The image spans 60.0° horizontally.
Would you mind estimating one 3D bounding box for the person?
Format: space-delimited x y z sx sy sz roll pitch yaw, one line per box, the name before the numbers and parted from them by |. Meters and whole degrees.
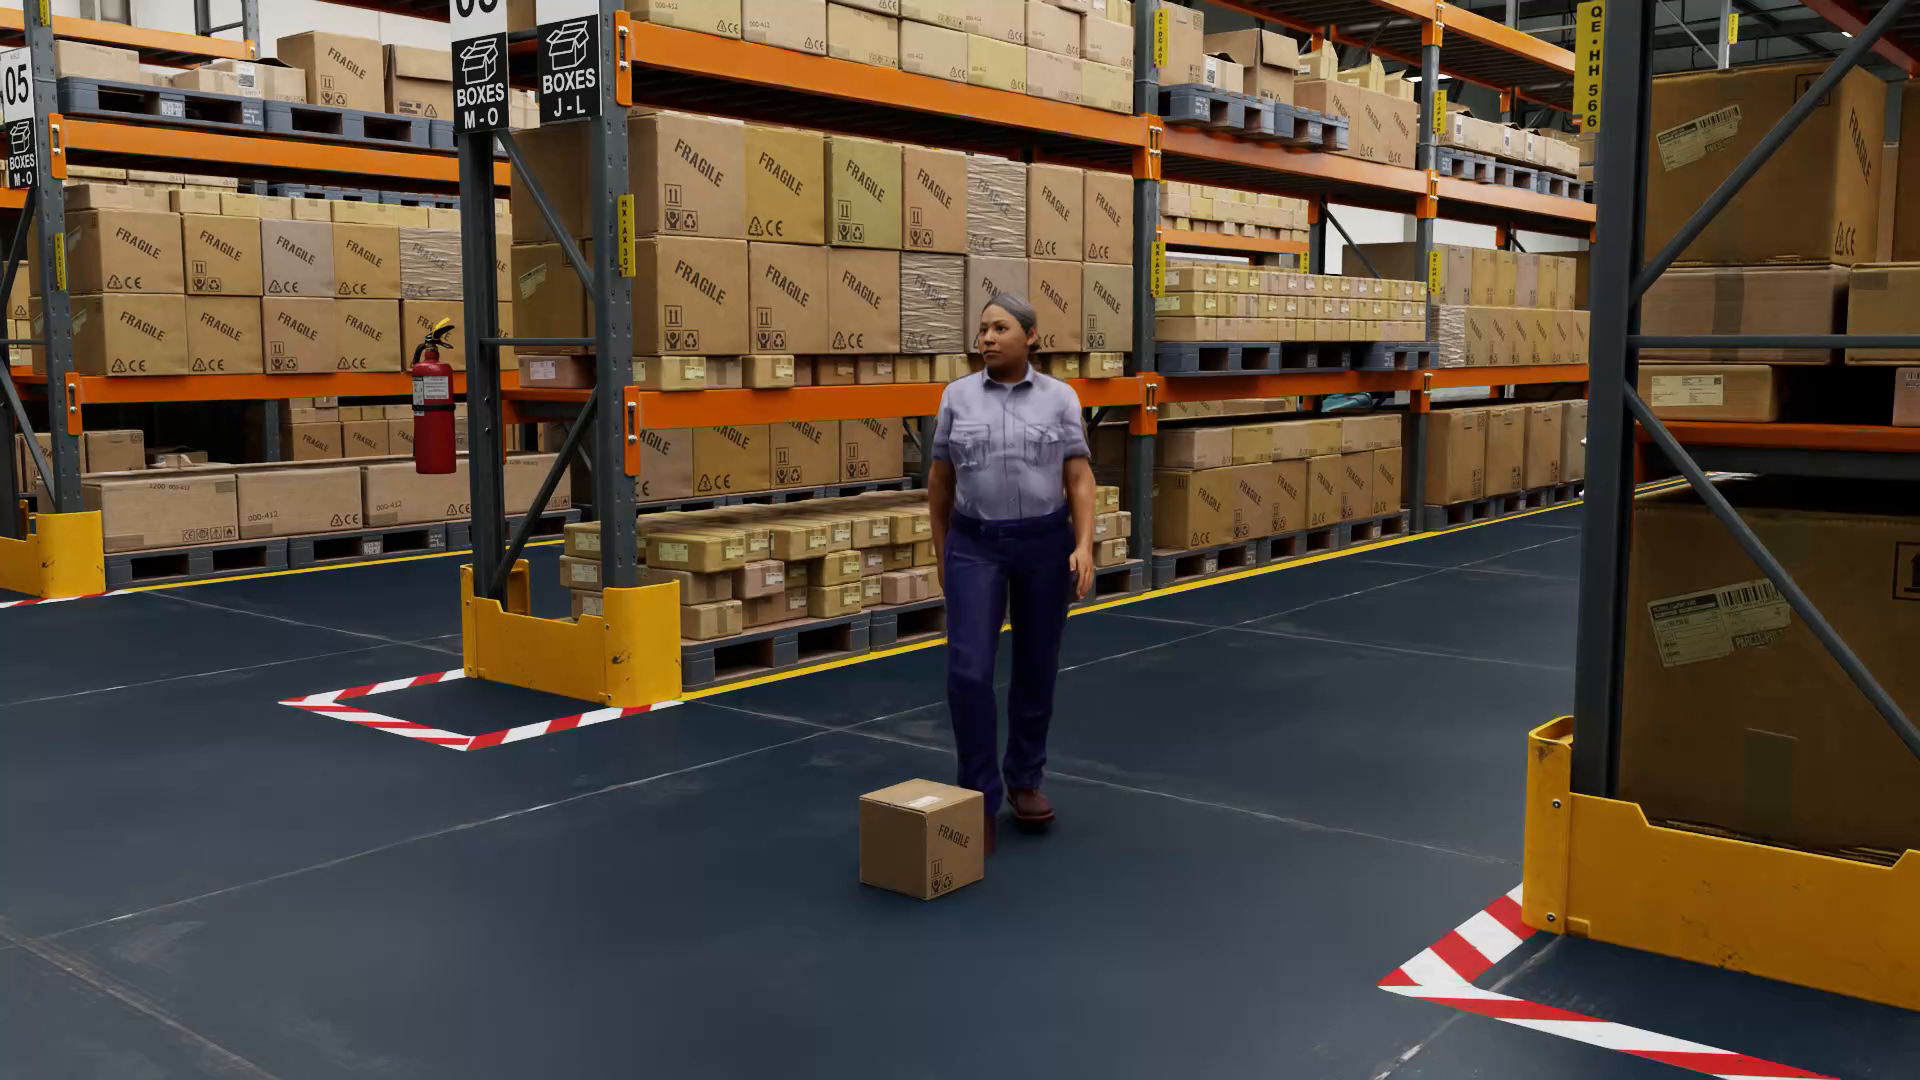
person | 0.160 0.118 5.033 0.497 1.721 0.574 0 7 -3
